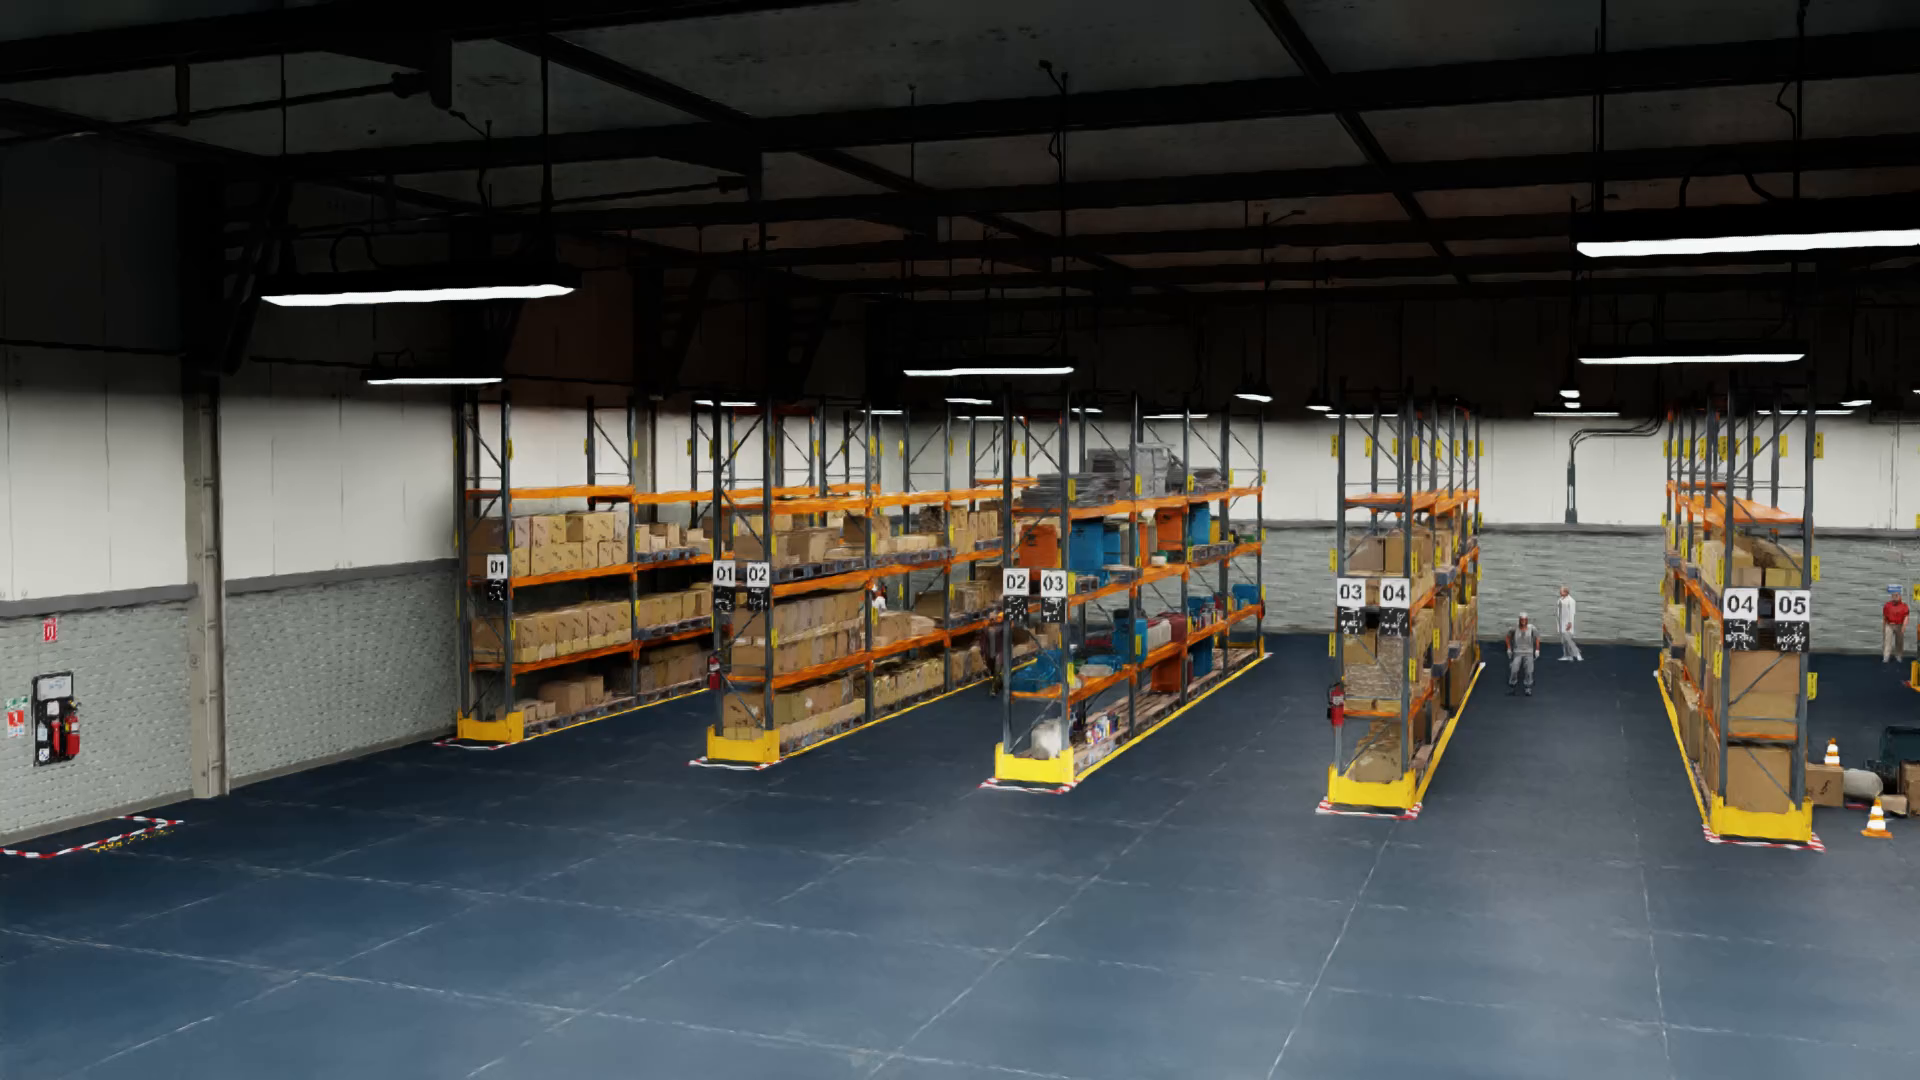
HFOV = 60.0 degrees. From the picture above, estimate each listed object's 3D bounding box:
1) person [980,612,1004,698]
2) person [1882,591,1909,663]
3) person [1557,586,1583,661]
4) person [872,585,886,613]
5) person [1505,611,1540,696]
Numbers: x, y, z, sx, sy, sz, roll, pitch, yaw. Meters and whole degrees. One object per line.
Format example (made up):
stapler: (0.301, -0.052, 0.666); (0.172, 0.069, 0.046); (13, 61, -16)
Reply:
person: (0.677, 2.291, 33.471); (0.598, 1.698, 1.193); (1, 3, 23)
person: (21.801, 2.022, 38.754); (0.534, 1.657, 1.024); (2, 4, 30)
person: (14.259, 1.961, 38.936); (0.526, 1.771, 0.753); (-1, 3, -11)
person: (-2.047, 1.935, 40.176); (0.591, 1.716, 1.042); (1, 3, 19)
person: (11.363, 2.291, 33.588); (0.677, 1.742, 0.552); (1, 3, 19)
